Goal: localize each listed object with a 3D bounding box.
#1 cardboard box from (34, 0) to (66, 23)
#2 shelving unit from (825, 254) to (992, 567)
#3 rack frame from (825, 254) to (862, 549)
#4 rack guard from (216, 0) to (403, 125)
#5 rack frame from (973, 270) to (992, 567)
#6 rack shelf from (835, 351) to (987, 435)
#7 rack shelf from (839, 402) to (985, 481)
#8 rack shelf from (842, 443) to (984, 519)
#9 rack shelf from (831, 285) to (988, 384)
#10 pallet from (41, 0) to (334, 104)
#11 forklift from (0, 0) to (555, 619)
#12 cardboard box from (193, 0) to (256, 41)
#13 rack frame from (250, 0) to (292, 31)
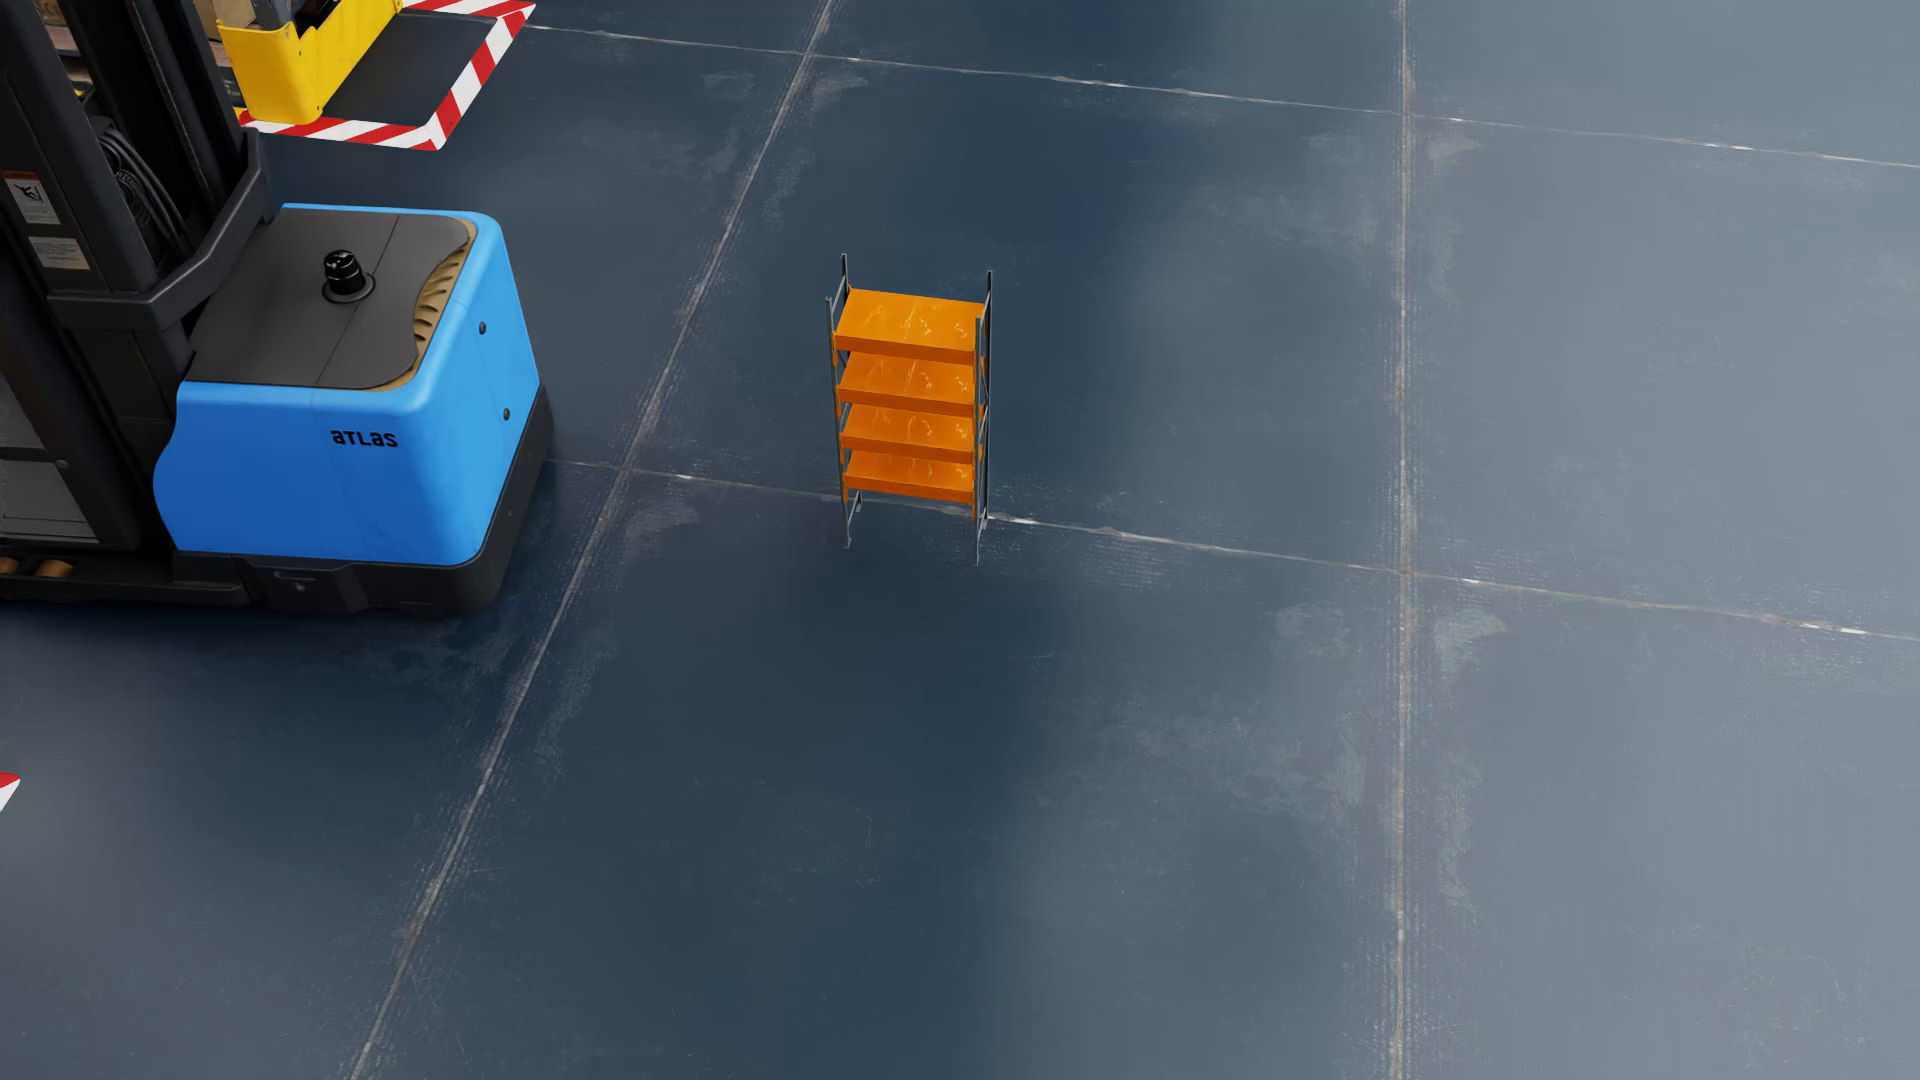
[{"bbox_3d":[-4.335,-2.899,8.236,0.500,0.500,0.500,19,51,17],"label":"cardboard box"},{"bbox_3d":[-0.163,-0.423,5.823,0.503,1.200,0.258,8,49,7],"label":"shelving unit"},{"bbox_3d":[-0.403,-0.455,5.852,0.015,1.200,0.240,8,49,7],"label":"rack frame"},{"bbox_3d":[-3.204,-2.620,8.268,0.348,0.500,1.175,8,49,7],"label":"rack guard"},{"bbox_3d":[0.077,-0.391,5.794,0.015,1.200,0.240,8,49,7],"label":"rack frame"},{"bbox_3d":[-0.163,-0.527,5.707,0.480,0.148,0.258,8,49,7],"label":"rack shelf"},{"bbox_3d":[-0.163,-0.378,5.873,0.480,0.148,0.258,8,49,7],"label":"rack shelf"},{"bbox_3d":[-0.163,-0.245,6.021,0.480,0.148,0.258,8,49,7],"label":"rack shelf"},{"bbox_3d":[-0.163,-0.686,5.531,0.480,0.148,0.258,8,49,7],"label":"rack shelf"},{"bbox_3d":[-3.998,-2.656,8.495,1.213,0.211,1.003,8,49,7],"label":"pallet"},{"bbox_3d":[-3.140,-1.141,5.305,3.031,2.935,1.130,3,48,3],"label":"forklift"},{"bbox_3d":[-3.741,-2.845,8.188,0.500,0.500,0.500,16,50,14],"label":"cardboard box"},{"bbox_3d":[-3.130,-3.445,7.329,0.127,3.000,1.000,8,49,7],"label":"rack frame"}]
